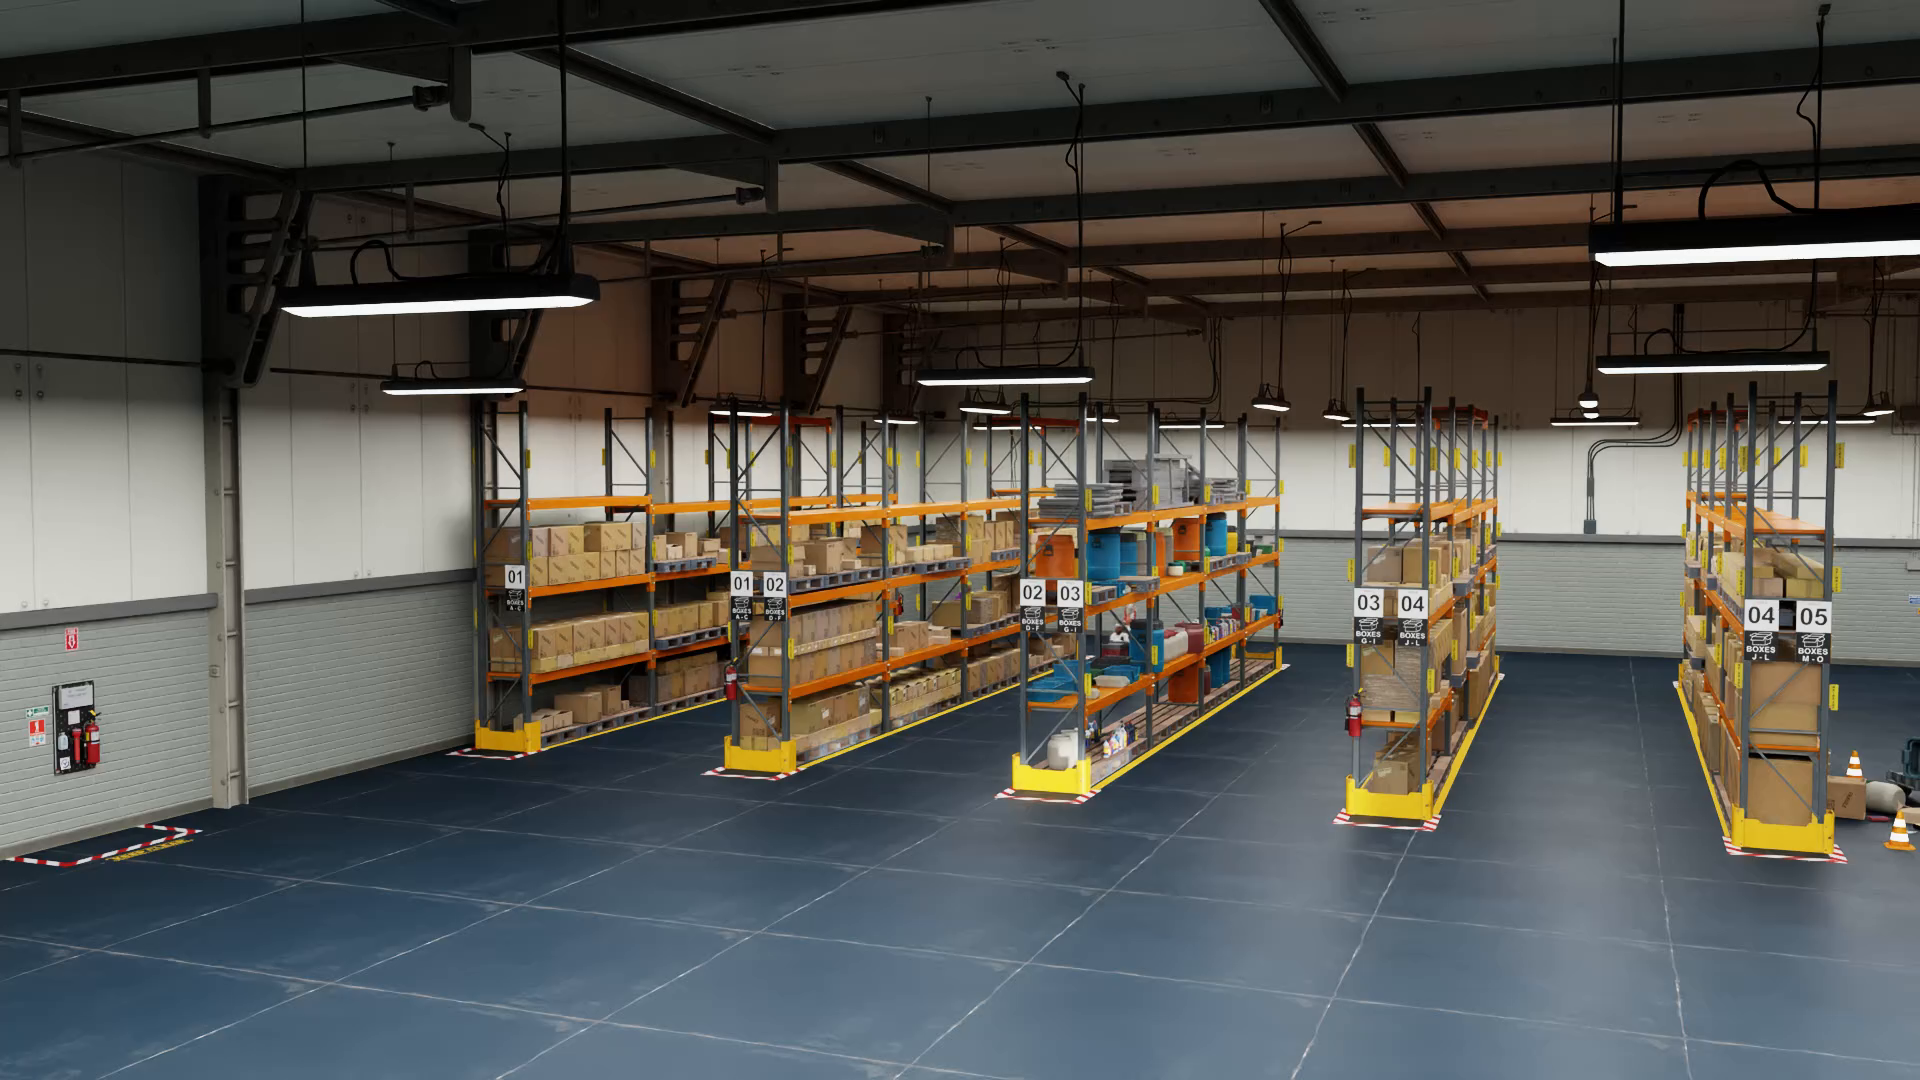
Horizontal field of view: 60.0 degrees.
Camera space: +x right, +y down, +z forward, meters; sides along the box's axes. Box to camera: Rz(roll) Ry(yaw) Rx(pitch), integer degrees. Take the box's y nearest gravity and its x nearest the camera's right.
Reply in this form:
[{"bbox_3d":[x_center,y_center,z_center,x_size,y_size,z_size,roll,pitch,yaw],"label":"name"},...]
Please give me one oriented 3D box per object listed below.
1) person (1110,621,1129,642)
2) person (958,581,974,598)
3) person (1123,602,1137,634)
[{"bbox_3d":[3.326,2.484,34.659,0.457,1.624,1.021,1,3,19],"label":"person"},{"bbox_3d":[0.250,1.957,44.904,1.065,1.725,0.554,2,3,34],"label":"person"},{"bbox_3d":[4.140,2.145,40.450,0.433,1.816,0.627,0,3,0],"label":"person"}]
